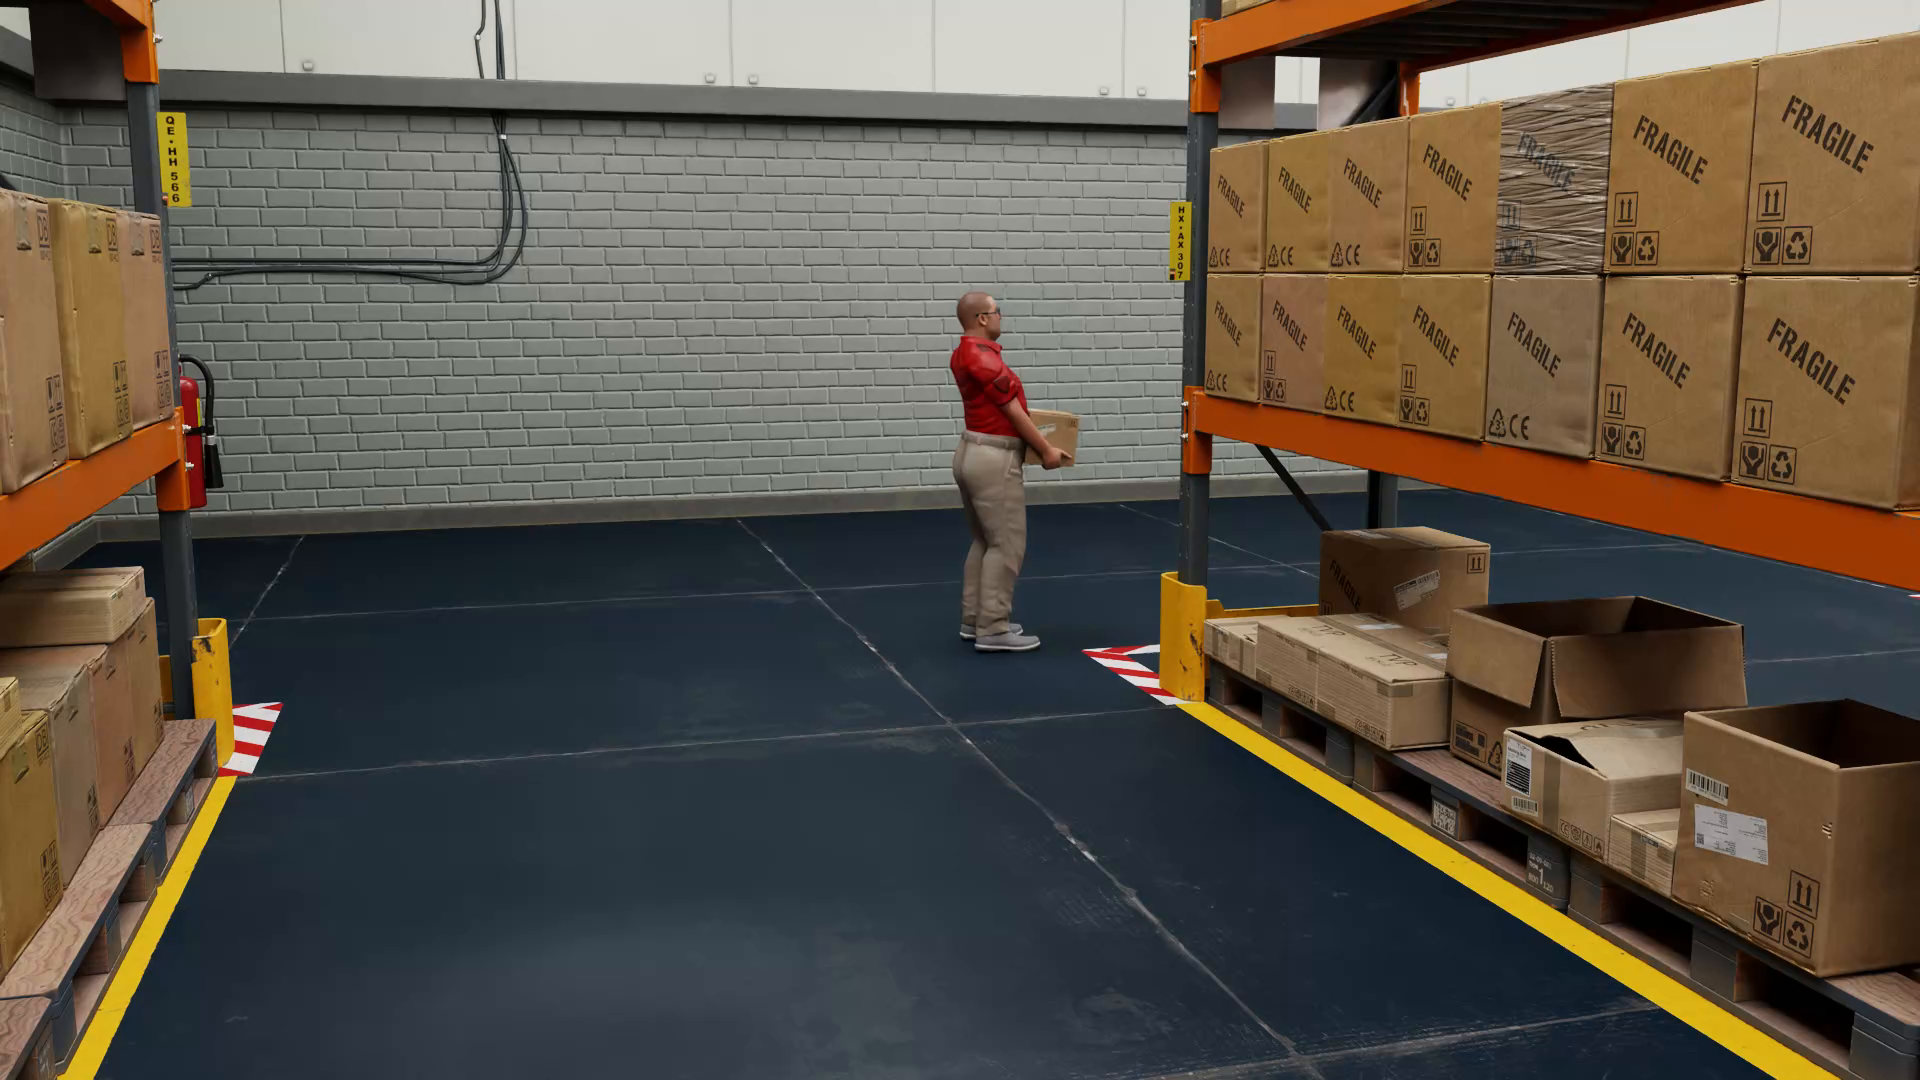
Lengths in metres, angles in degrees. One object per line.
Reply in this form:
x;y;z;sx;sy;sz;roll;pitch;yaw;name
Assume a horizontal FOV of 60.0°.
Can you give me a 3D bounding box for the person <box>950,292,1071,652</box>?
0.239;-0.340;8.071;0.538;1.714;0.494;-2;10;-15;person
